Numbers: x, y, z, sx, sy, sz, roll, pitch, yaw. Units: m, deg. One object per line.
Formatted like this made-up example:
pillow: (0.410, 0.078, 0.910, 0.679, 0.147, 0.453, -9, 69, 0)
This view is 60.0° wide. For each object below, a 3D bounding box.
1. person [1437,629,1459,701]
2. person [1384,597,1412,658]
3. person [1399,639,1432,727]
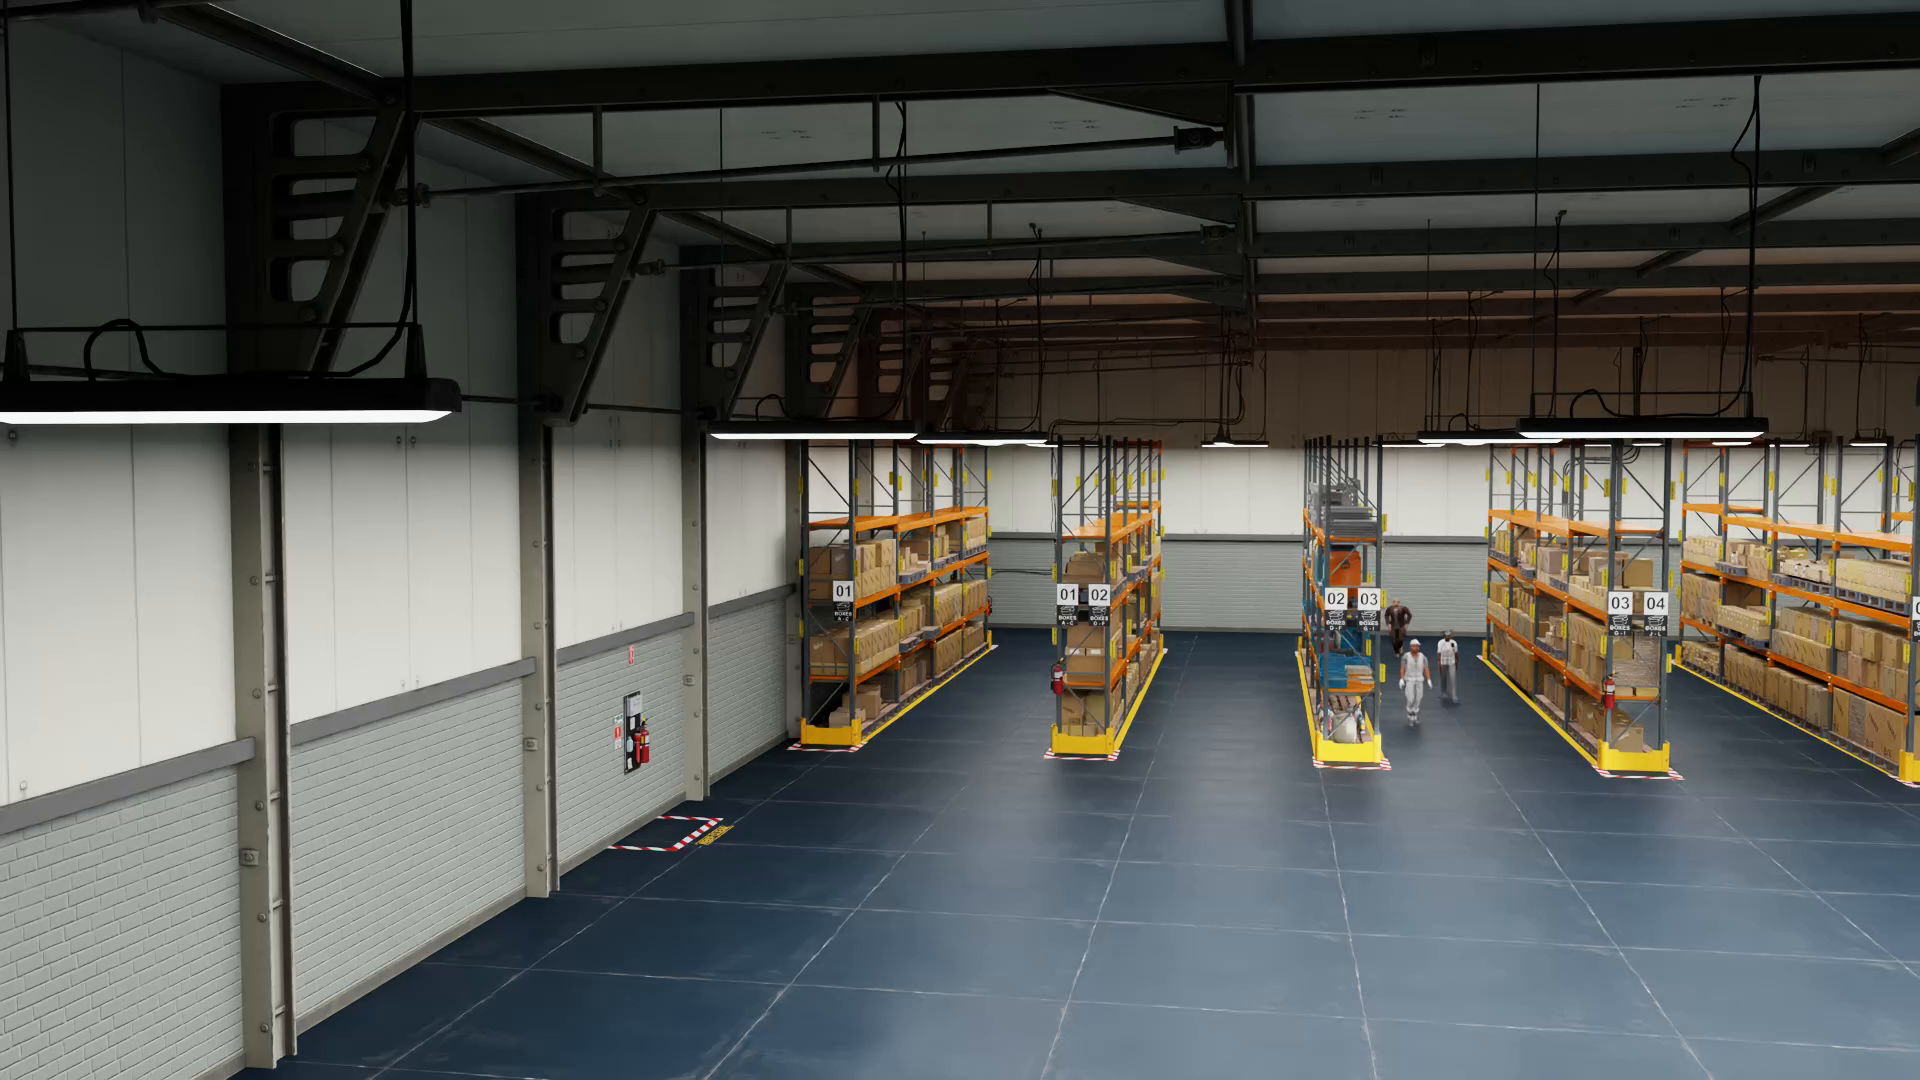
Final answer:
person: (11.108, 2.838, 37.861, 0.464, 1.625, 0.992, 1, 3, 17)
person: (12.092, 2.410, 45.879, 0.750, 1.685, 0.630, 1, 3, 18)
person: (9.455, 2.978, 34.517, 0.631, 1.846, 0.424, 0, 3, -2)
